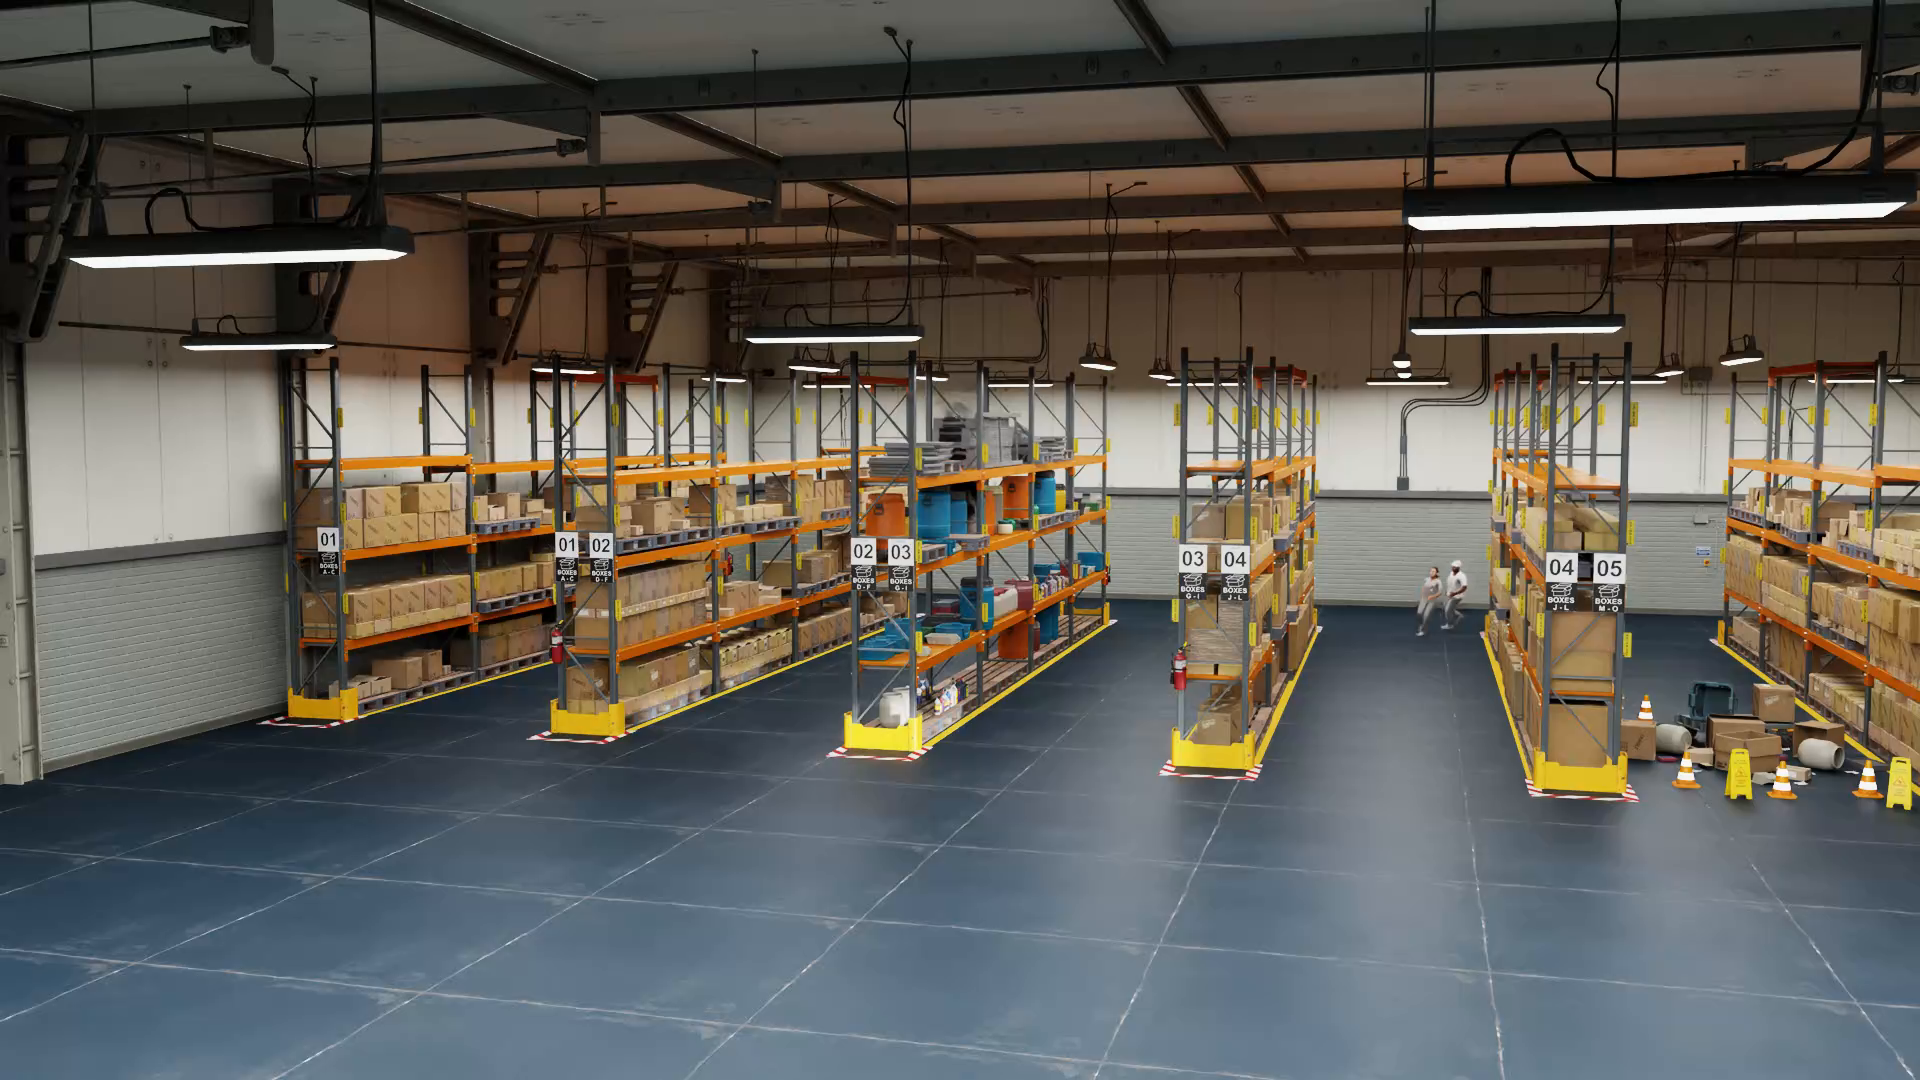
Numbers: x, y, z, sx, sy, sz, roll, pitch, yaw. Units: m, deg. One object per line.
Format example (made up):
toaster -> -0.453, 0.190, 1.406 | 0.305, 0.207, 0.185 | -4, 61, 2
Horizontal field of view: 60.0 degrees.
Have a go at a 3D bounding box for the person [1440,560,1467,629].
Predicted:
person -> 11.716, 1.296, 39.172 | 0.605, 1.665, 0.738 | -1, 4, -11

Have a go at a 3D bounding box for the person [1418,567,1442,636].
person -> 10.740, 1.406, 38.024 | 0.548, 1.603, 0.467 | 3, 5, 37
